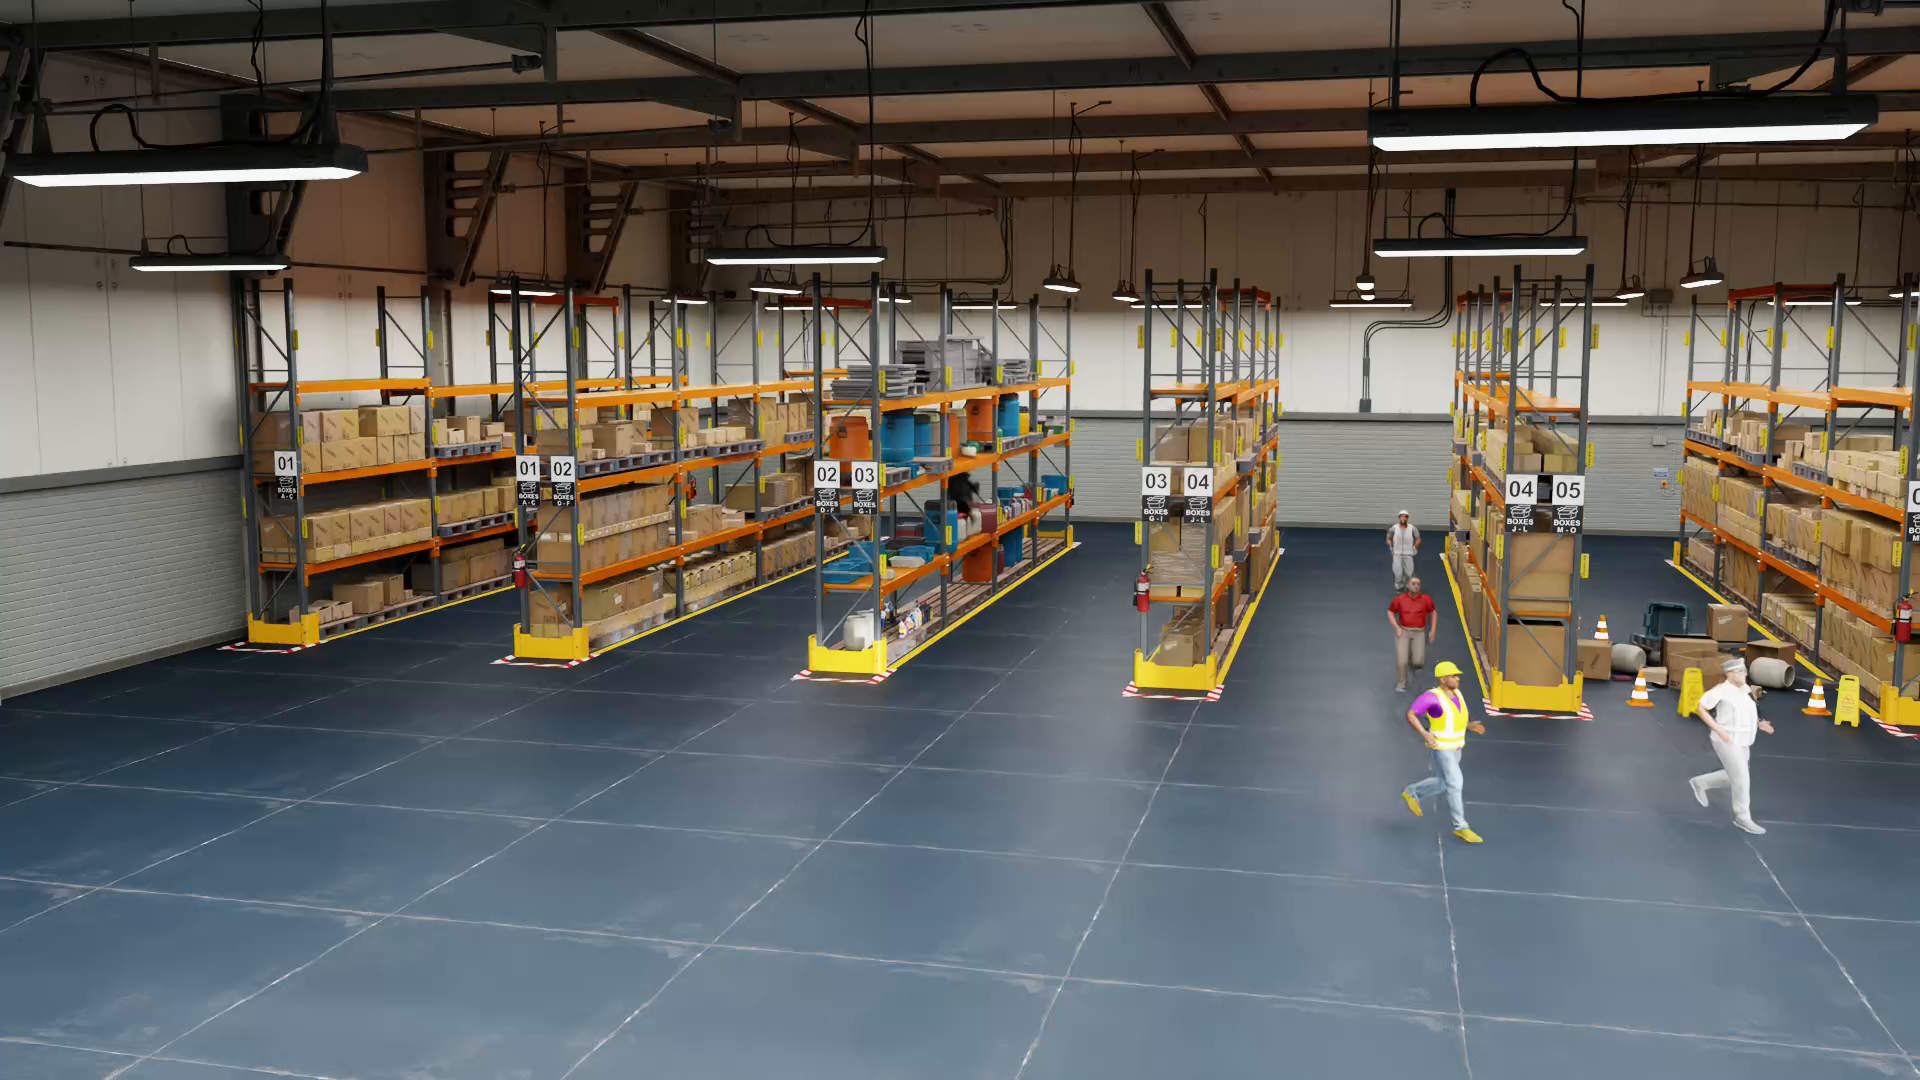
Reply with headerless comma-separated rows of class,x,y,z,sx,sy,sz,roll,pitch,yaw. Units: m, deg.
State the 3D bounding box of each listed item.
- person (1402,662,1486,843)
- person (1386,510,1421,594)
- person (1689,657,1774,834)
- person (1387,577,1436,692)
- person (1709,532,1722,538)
person,4.908,2.109,16.884,0.700,1.773,0.968,-6,9,-43
person,8.537,0.296,32.056,0.649,1.740,0.603,2,7,14
person,7.963,2.083,17.222,0.663,1.785,0.903,-5,8,-35
person,6.445,1.337,23.730,0.698,1.651,0.556,1,7,8
person,17.494,-0.317,38.117,0.610,1.531,0.693,4,8,33
